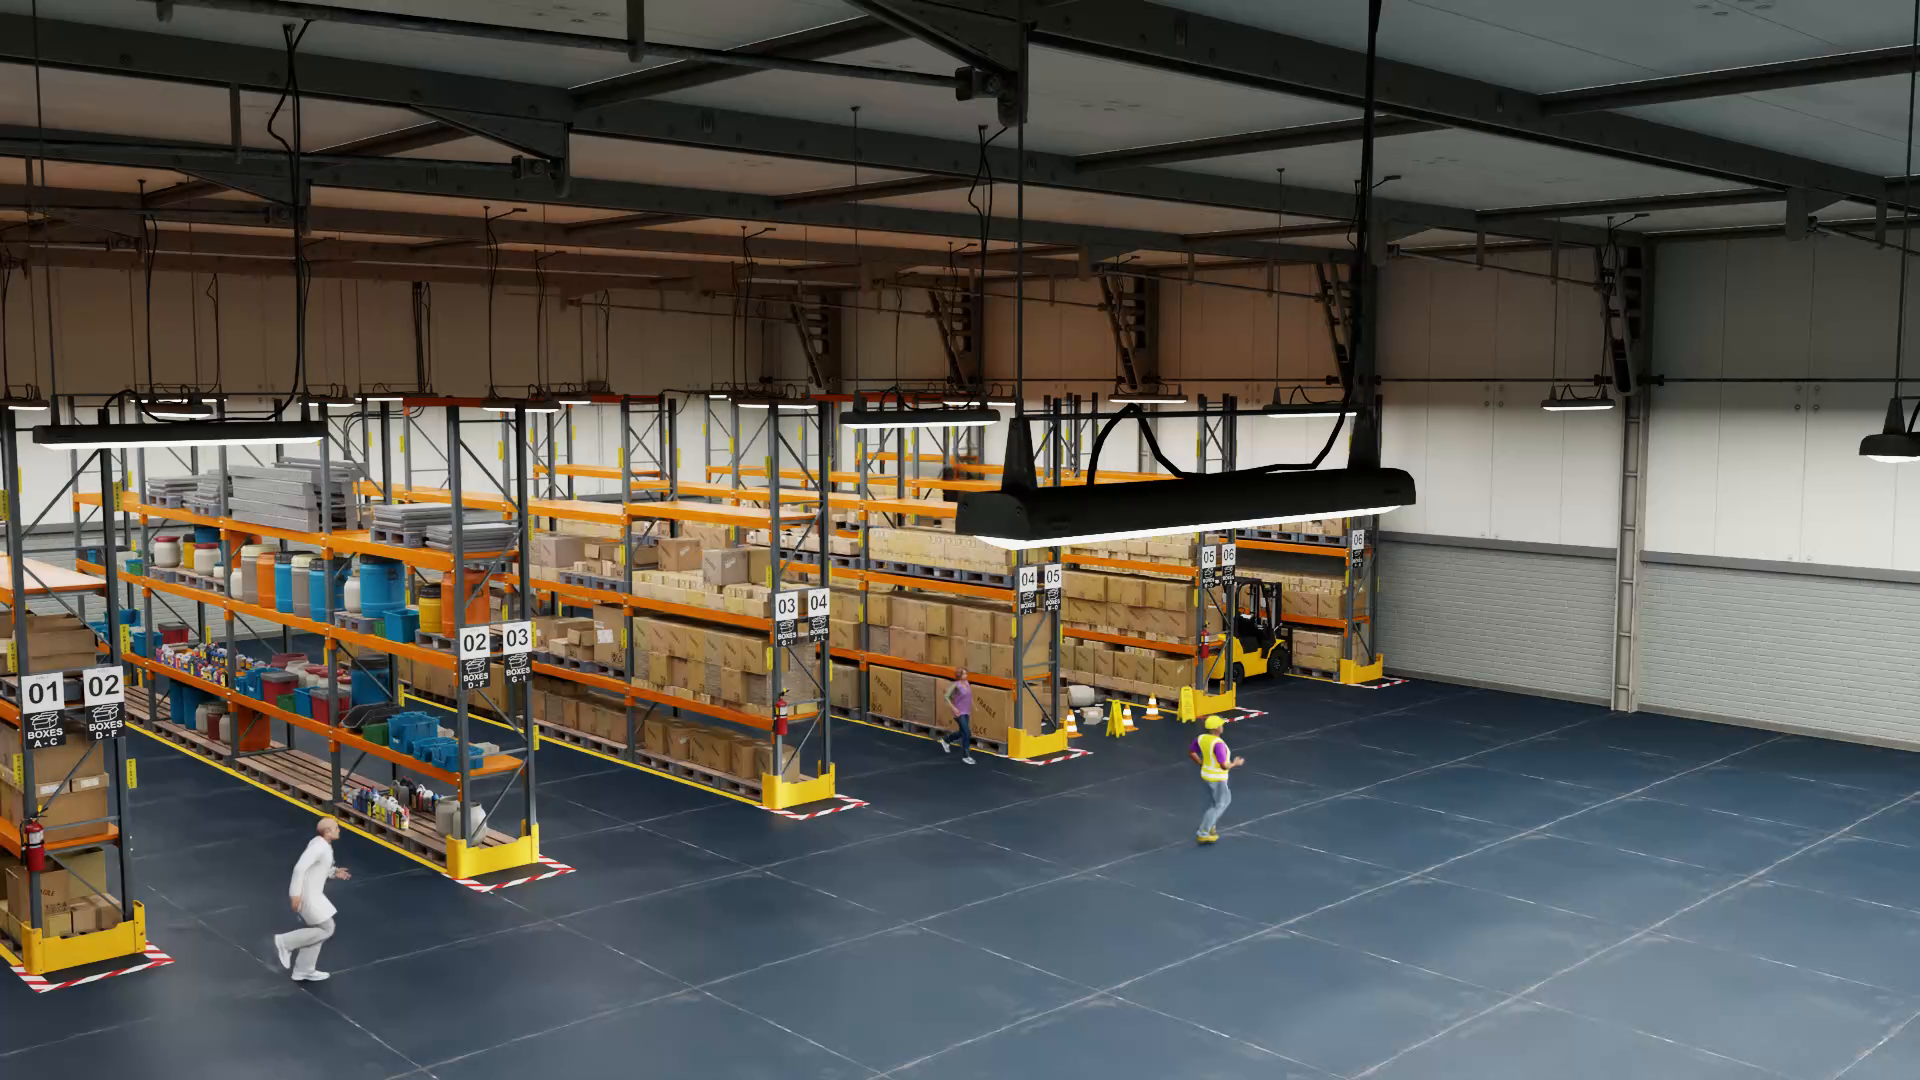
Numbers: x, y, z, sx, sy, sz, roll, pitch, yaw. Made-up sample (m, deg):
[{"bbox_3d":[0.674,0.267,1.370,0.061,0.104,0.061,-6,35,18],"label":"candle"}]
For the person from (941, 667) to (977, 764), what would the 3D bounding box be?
[{"bbox_3d":[-0.038,2.888,27.569,0.757,1.595,0.560,4,7,34],"label":"person"}]

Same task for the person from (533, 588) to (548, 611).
[{"bbox_3d":[-10.295,1.559,40.856,0.666,1.648,0.846,5,7,41],"label":"person"}]

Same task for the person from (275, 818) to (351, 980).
[{"bbox_3d":[-6.839,3.800,17.568,0.782,1.711,0.698,-3,6,-27],"label":"person"}]

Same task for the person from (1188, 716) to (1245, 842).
[{"bbox_3d":[3.525,3.266,22.720,0.649,1.772,0.677,-2,6,-16],"label":"person"}]
